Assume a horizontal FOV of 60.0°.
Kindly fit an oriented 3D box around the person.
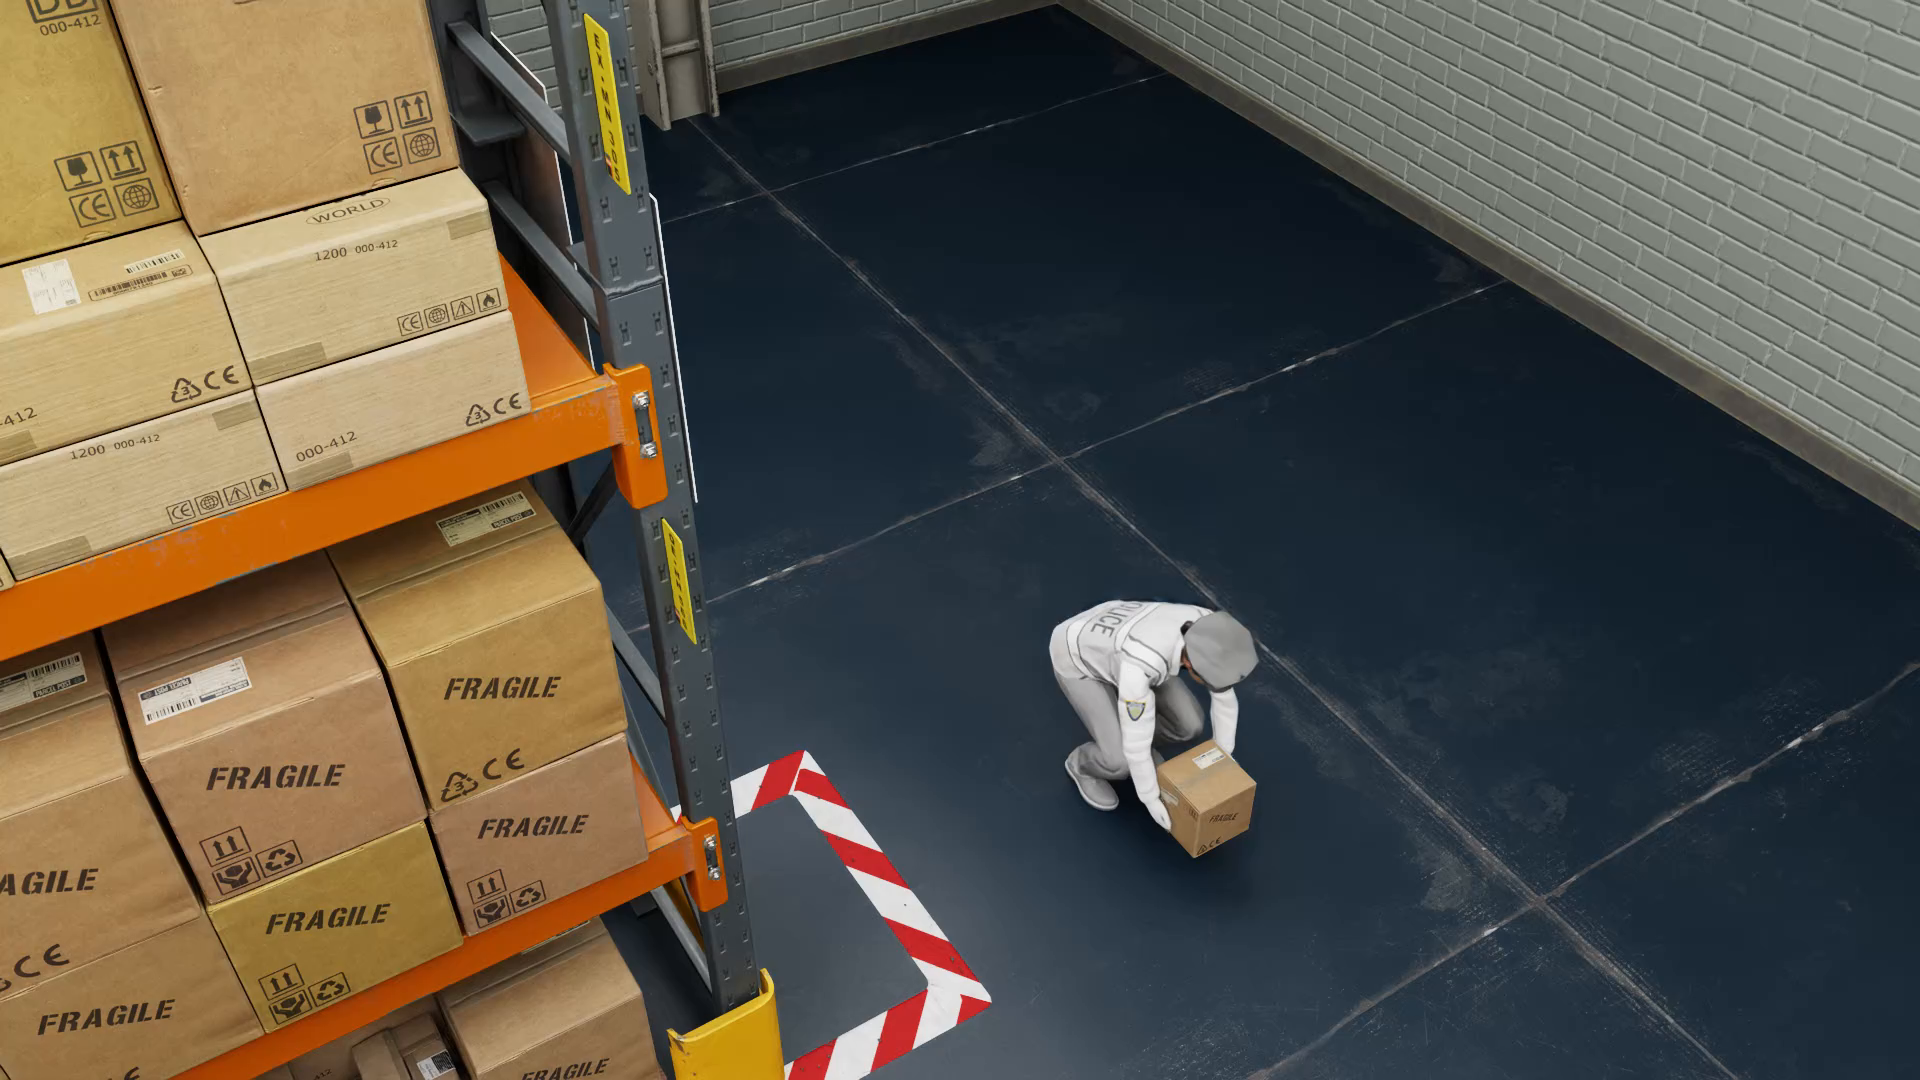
[{"bbox_3d":[0.689,0.551,5.994,0.501,1.054,0.818,-23,46,-24],"label":"person"}]
